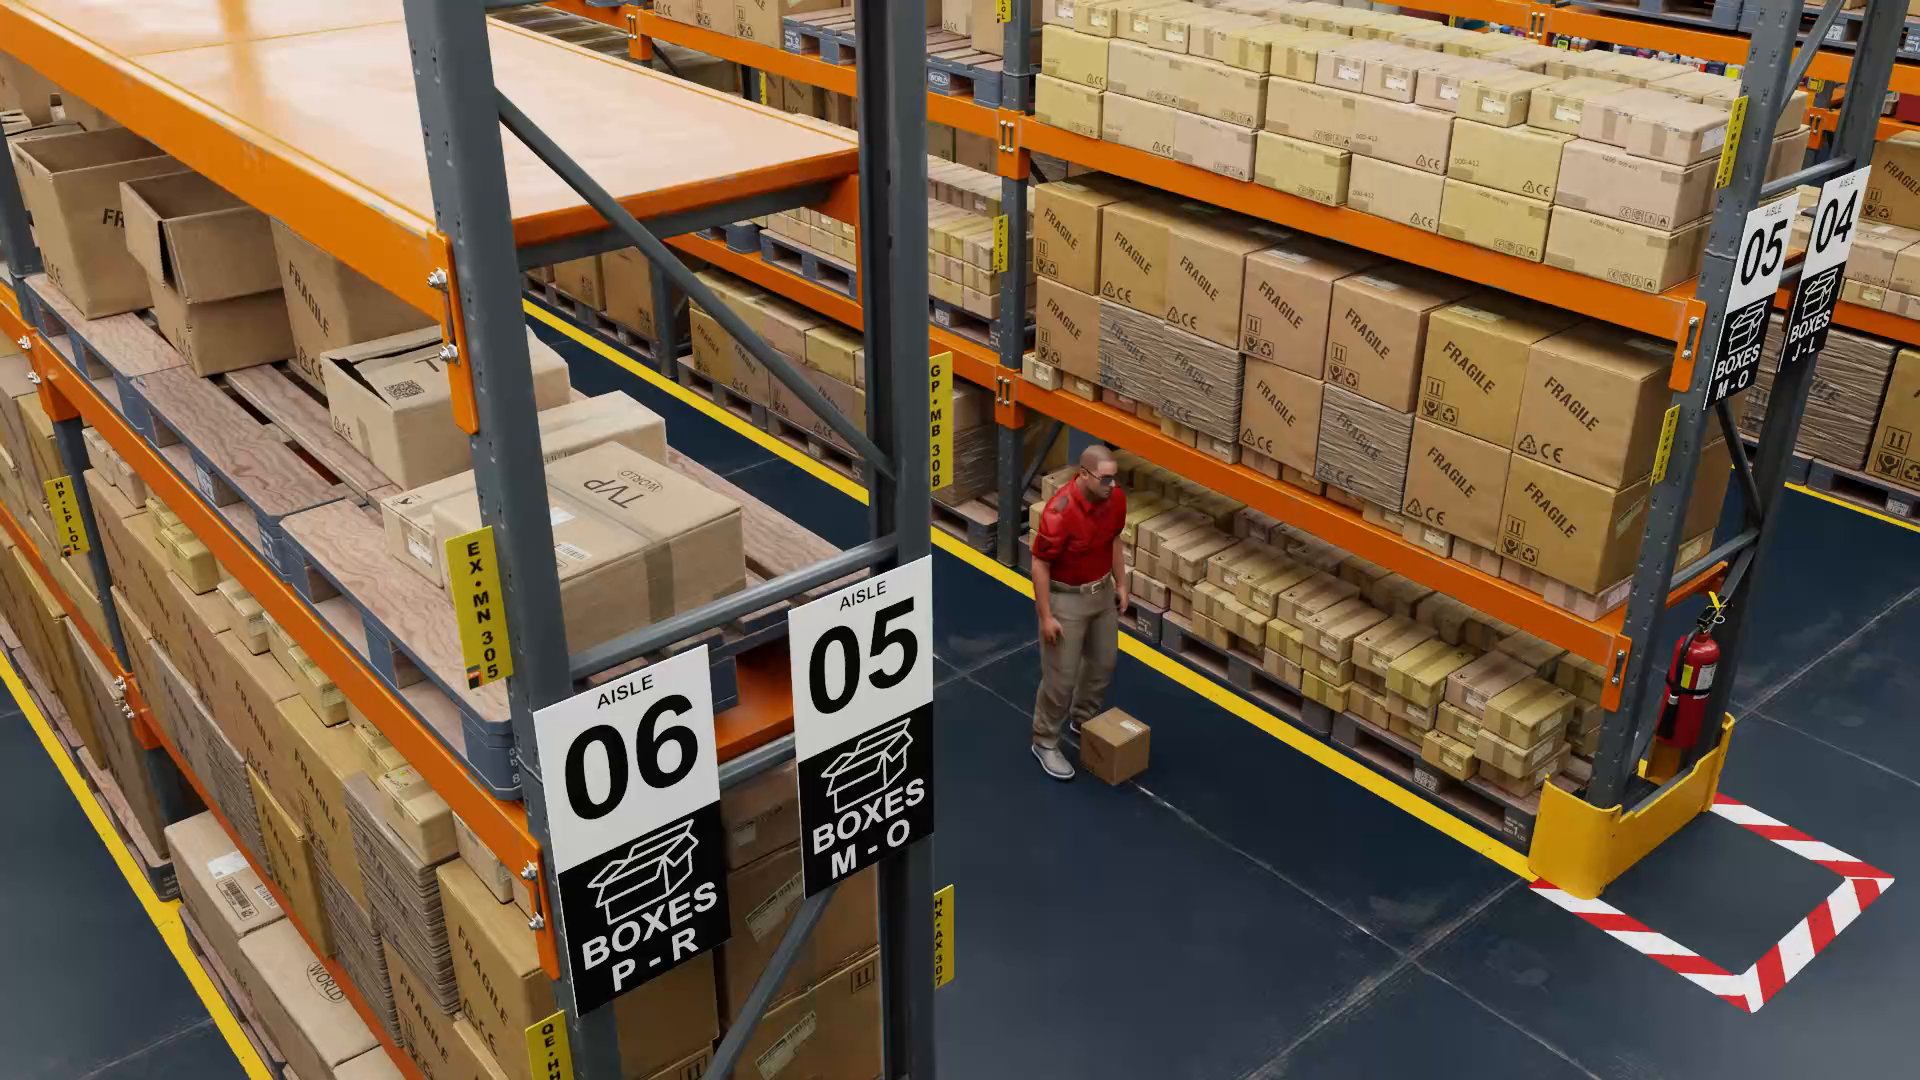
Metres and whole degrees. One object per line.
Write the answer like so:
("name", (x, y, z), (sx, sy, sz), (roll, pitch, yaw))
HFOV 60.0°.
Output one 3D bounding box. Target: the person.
("person", (0.603, 0.310, 8.226), (0.587, 1.727, 0.398), (-22, 35, -35))
